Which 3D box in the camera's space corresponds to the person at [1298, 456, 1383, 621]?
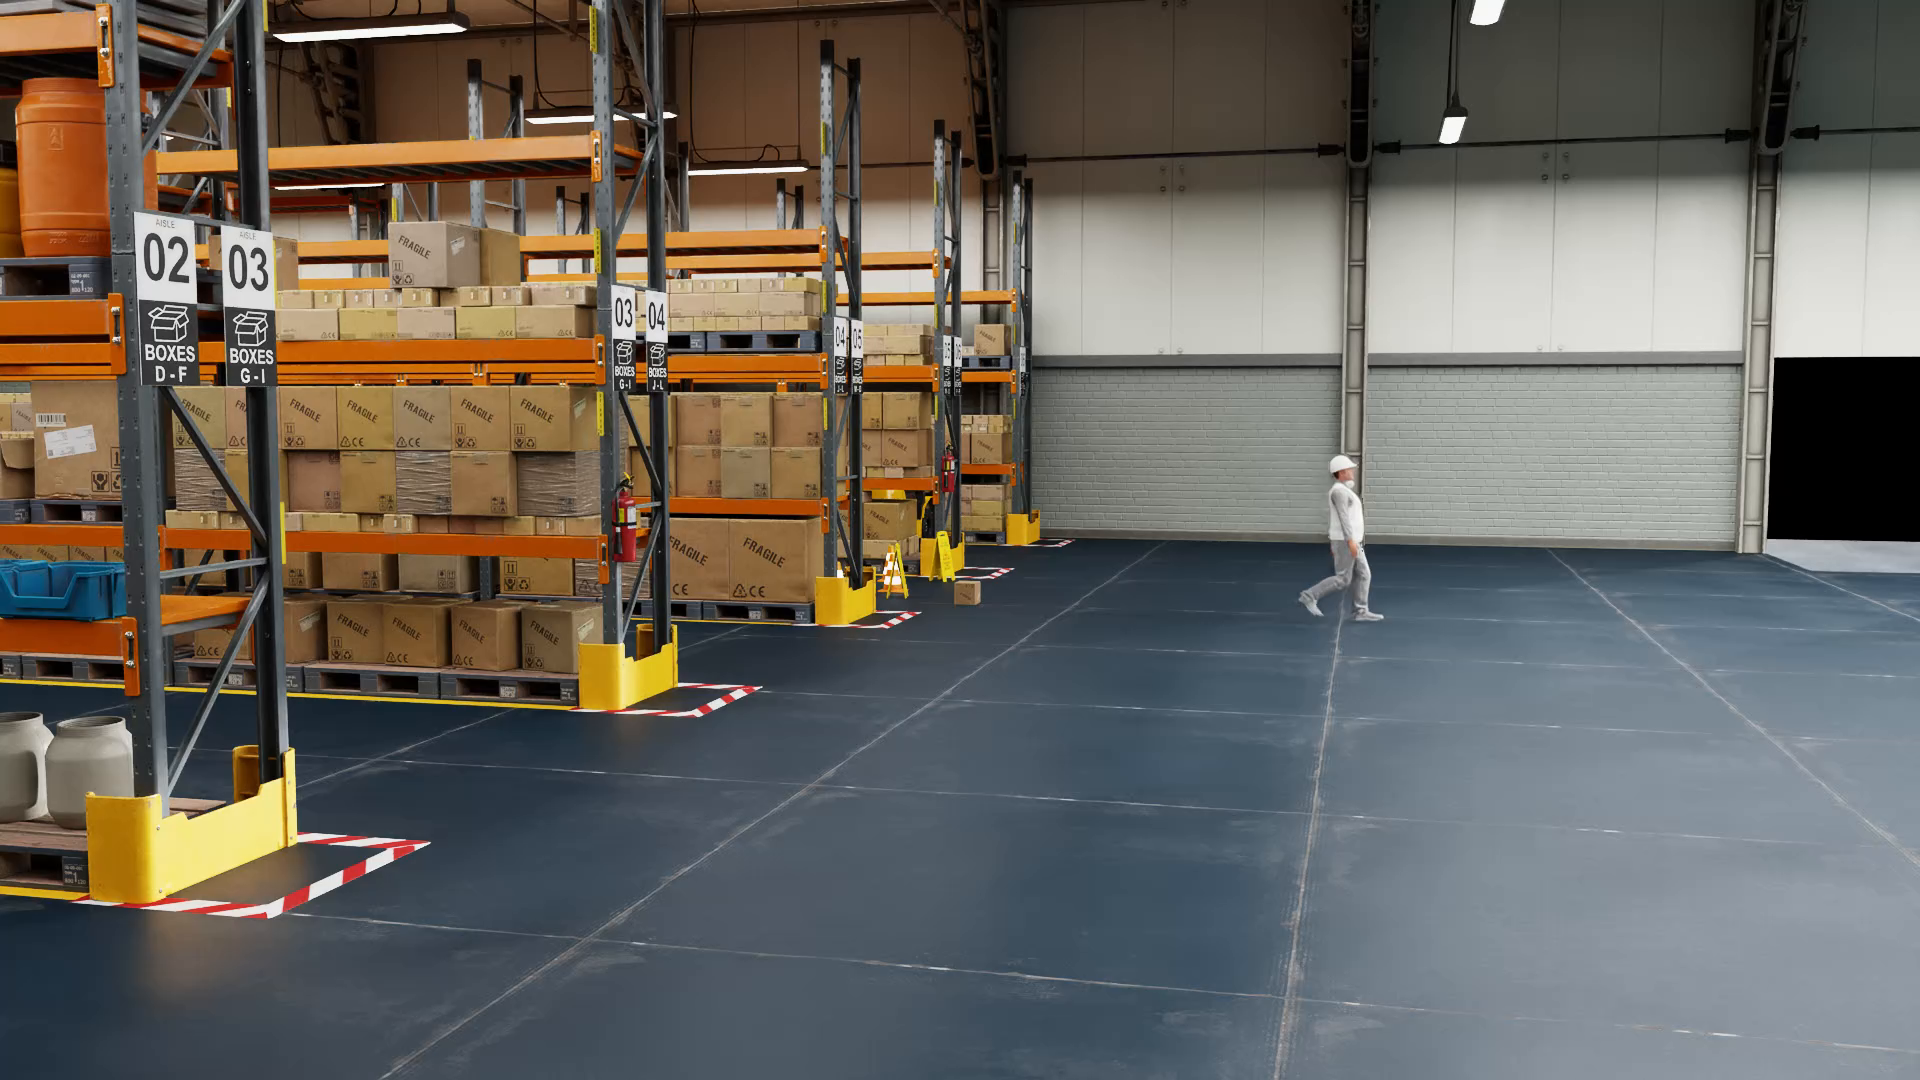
[{"bbox_3d":[4.013,-0.011,17.461,0.873,1.743,0.541,1,5,15],"label":"person"}]
